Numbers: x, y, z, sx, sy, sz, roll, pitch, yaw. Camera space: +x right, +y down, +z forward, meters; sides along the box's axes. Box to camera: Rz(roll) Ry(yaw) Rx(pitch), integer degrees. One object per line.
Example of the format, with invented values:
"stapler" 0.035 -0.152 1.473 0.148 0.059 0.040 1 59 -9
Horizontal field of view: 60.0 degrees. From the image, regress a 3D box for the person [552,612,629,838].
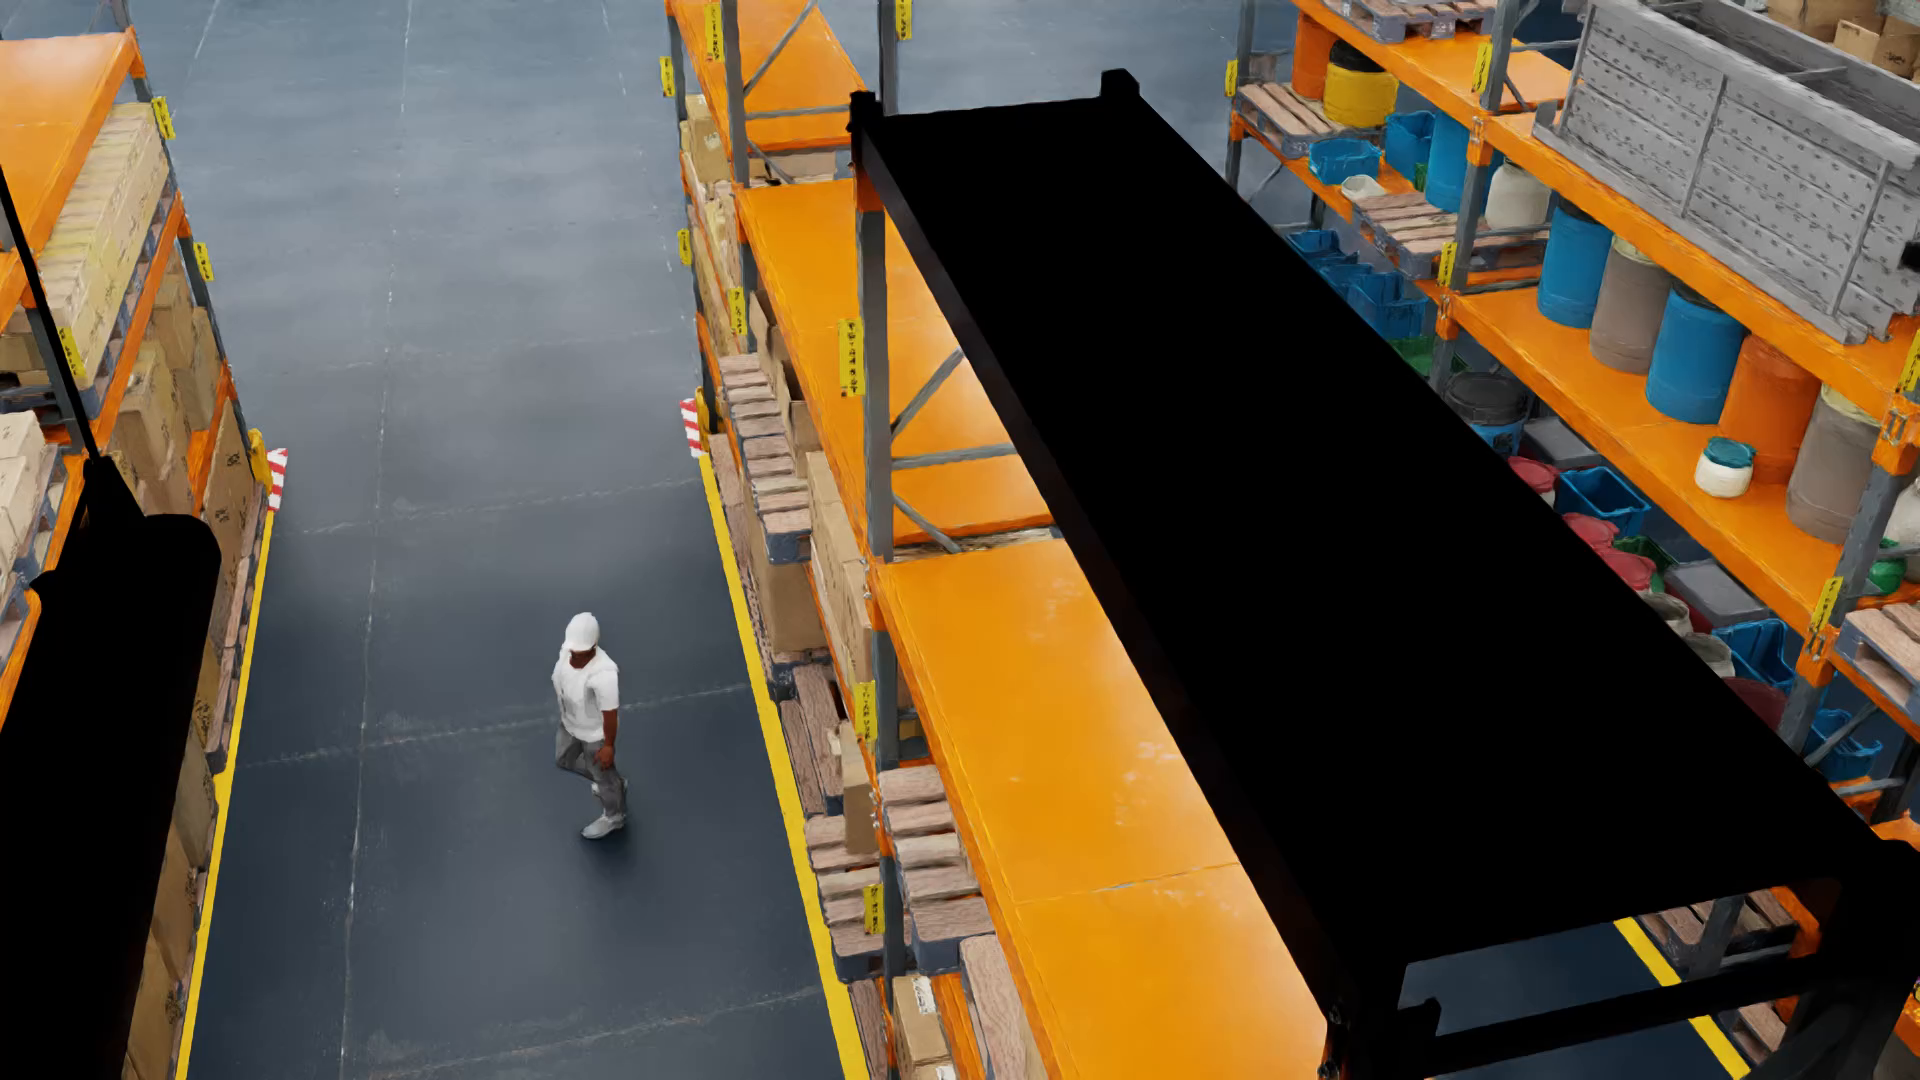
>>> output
"person" -2.391 1.161 10.792 0.457 1.693 0.606 -26 42 -33
